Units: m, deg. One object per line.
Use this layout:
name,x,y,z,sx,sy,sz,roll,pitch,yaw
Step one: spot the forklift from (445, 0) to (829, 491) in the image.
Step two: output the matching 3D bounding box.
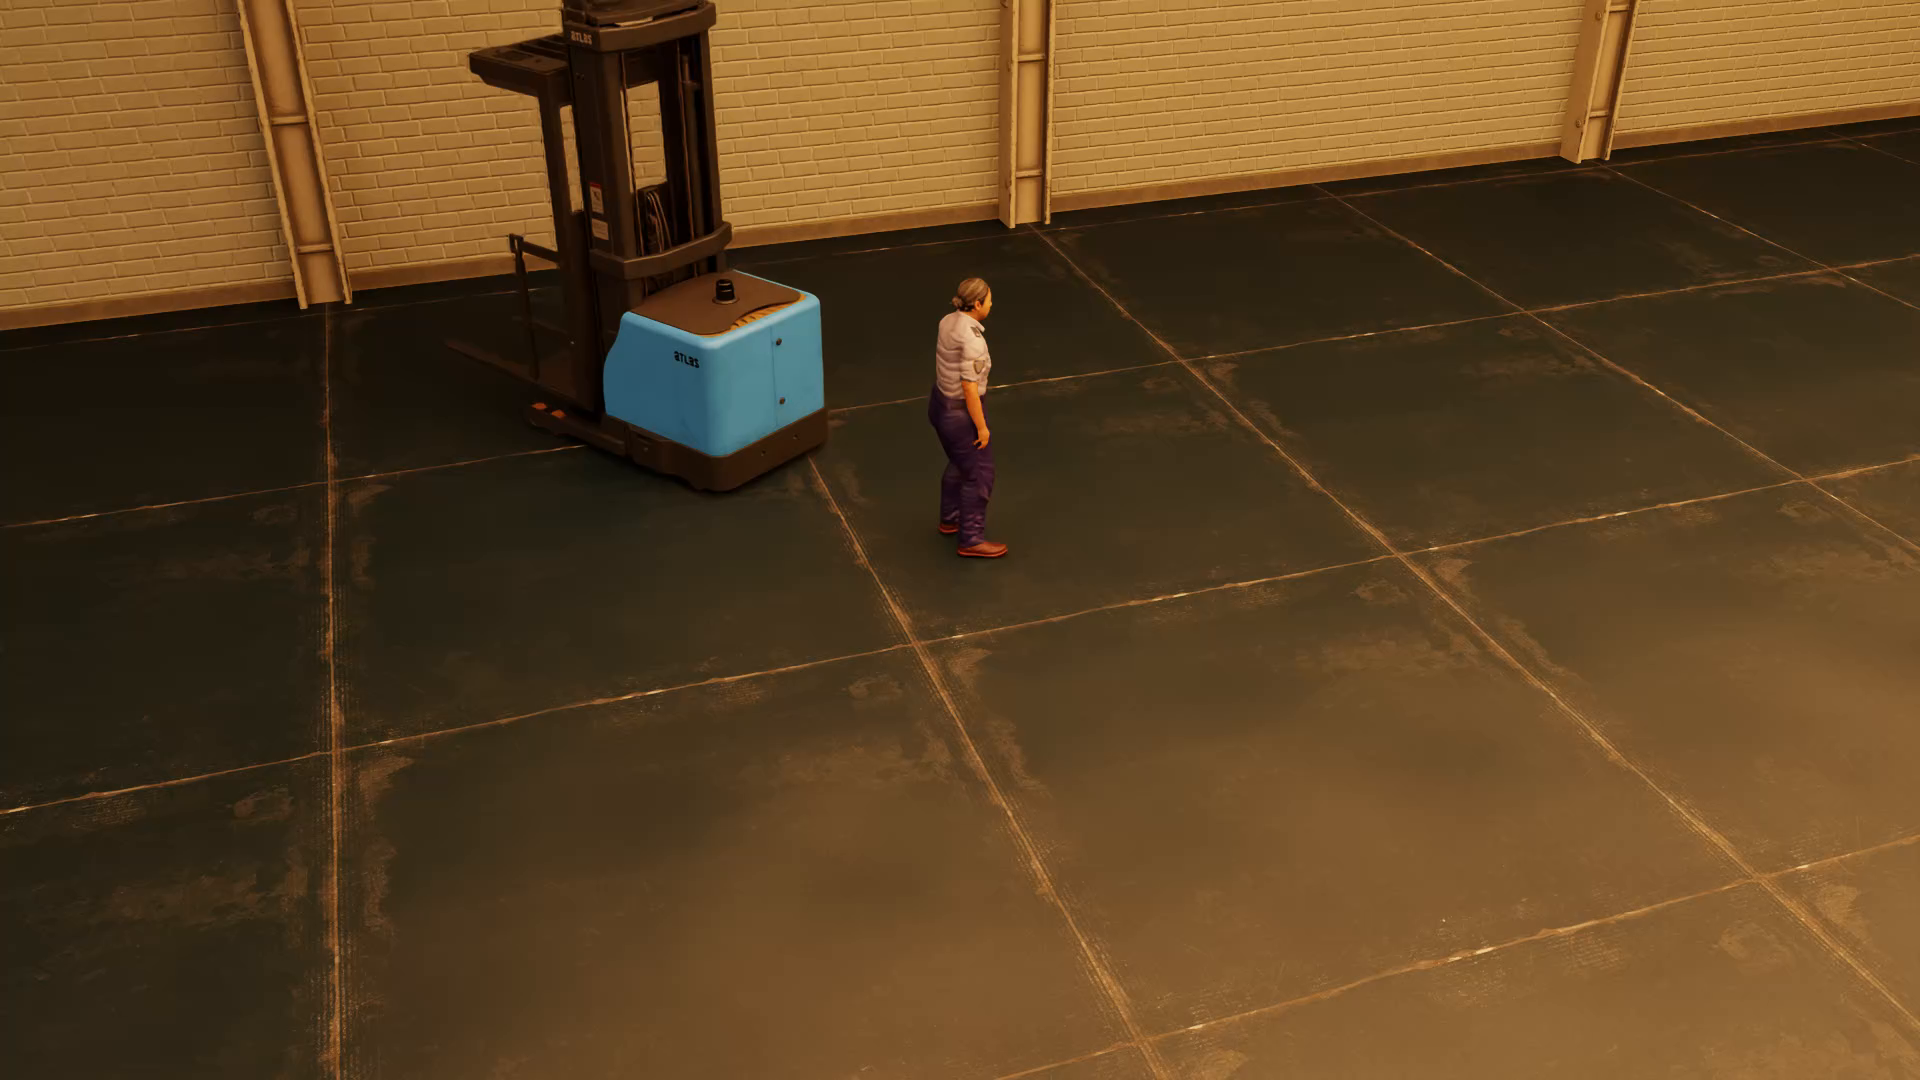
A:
forklift,-2.345,-2.165,10.849,3.031,2.935,1.130,22,36,33

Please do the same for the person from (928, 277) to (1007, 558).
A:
person,0.029,-0.718,9.621,0.373,1.651,0.546,-11,32,-18
